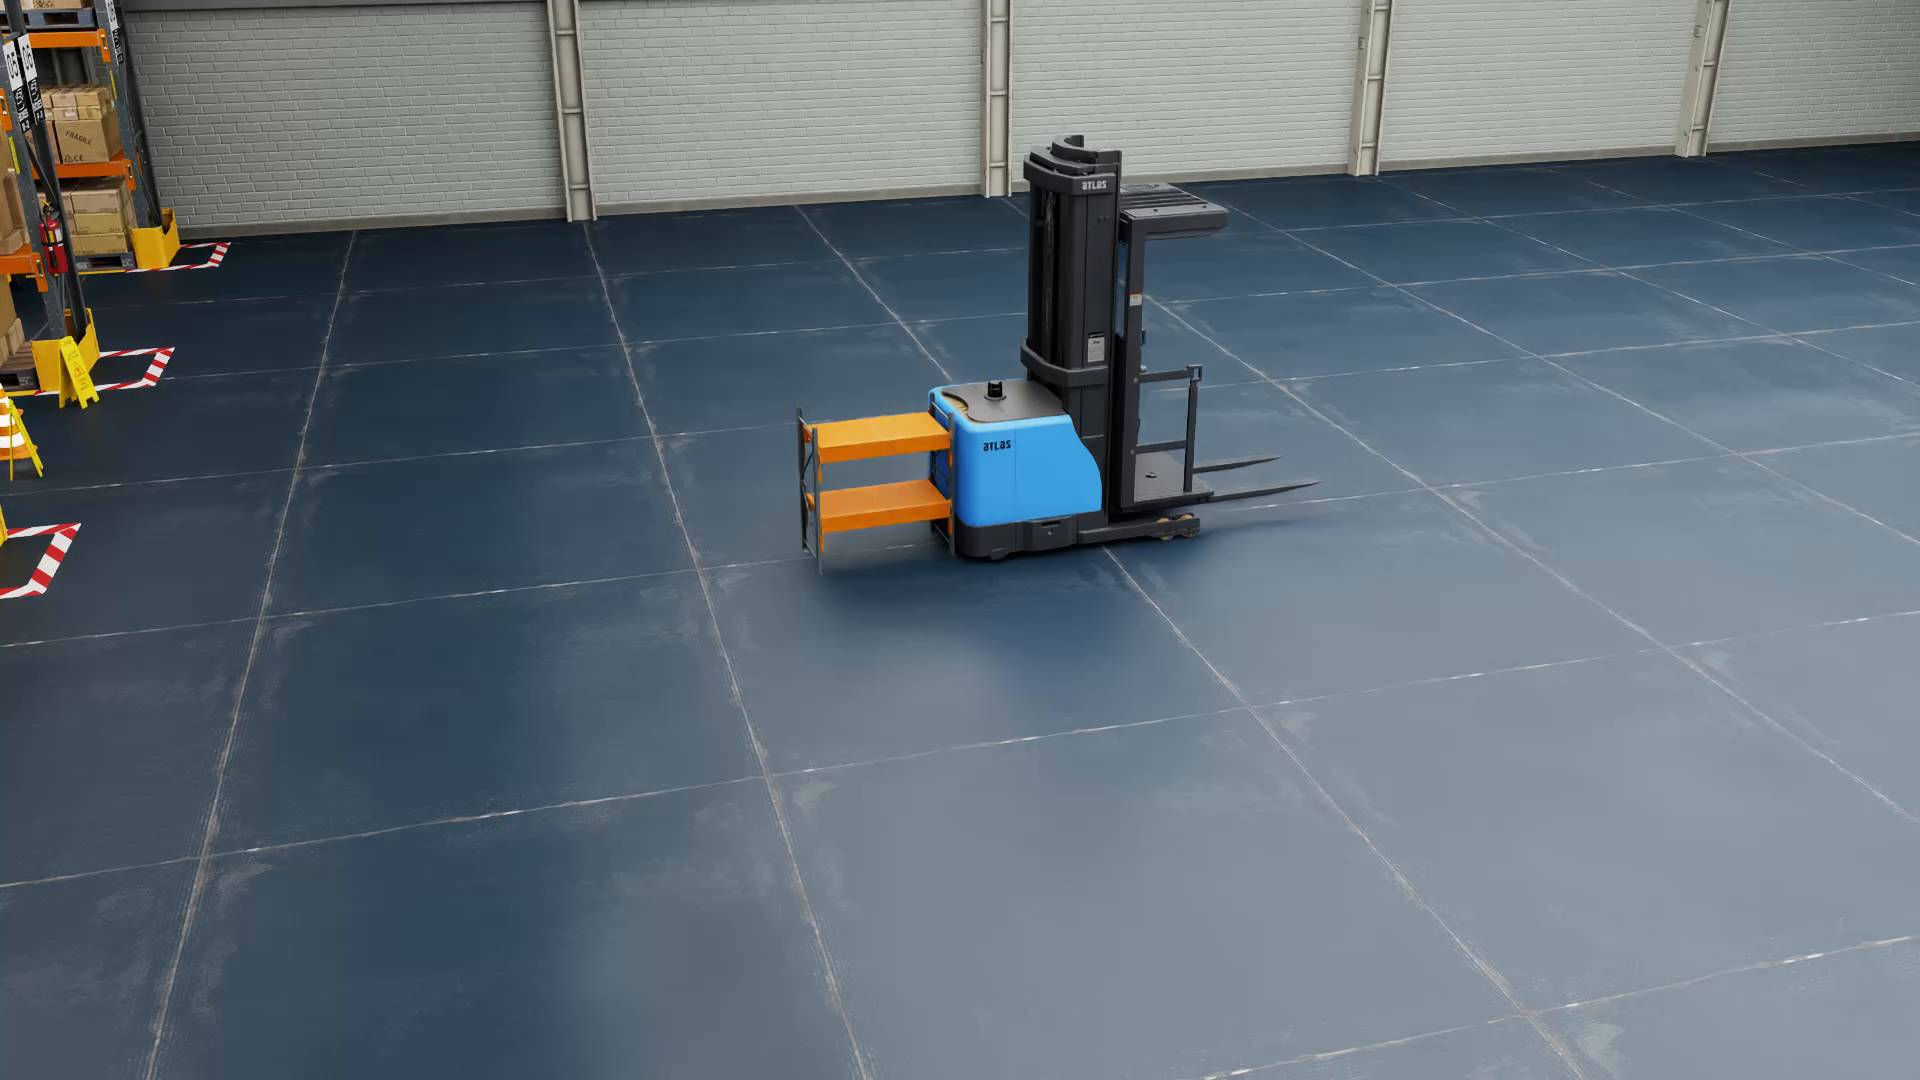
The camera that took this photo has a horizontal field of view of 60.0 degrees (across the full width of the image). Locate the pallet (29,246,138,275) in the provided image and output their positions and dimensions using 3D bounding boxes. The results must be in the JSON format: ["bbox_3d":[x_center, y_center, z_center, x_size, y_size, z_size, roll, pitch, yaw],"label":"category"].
[{"bbox_3d":[-10.838,-3.553,20.692,1.213,0.211,1.003,-6,24,-14],"label":"pallet"}]

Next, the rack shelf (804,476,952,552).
[{"bbox_3d":[-0.614,-0.200,12.340,1.000,0.278,0.538,-8,24,-17],"label":"rack shelf"}]

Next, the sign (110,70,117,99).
[{"bbox_3d":[-9.980,-5.365,19.610,0.005,0.325,0.100,-6,24,-14],"label":"sign"}]

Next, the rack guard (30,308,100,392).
[{"bbox_3d":[-8.842,-1.890,16.452,0.348,0.500,1.175,-6,24,-14],"label":"rack guard"}]

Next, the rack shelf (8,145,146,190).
[{"bbox_3d":[-12.039,-4.388,20.014,4.000,0.370,1.077,-6,24,-14],"label":"rack shelf"}]

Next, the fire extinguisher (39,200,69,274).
[{"bbox_3d":[-8.534,-2.849,15.614,0.183,0.674,0.296,-6,24,-14],"label":"fire extinguisher"}]

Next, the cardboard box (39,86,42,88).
[{"bbox_3d":[-11.248,-5.388,20.107,0.250,0.149,0.380,-6,24,-14],"label":"cardboard box"}]

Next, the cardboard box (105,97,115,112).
[{"bbox_3d":[-10.510,-5.338,20.367,0.250,0.149,0.380,-7,24,-16],"label":"cardboard box"}]

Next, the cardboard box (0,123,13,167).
[{"bbox_3d":[-11.511,-4.719,19.747,0.500,0.500,0.500,-7,24,-15],"label":"cardboard box"}]

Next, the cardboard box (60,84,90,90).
[{"bbox_3d":[-10.767,-5.453,20.258,0.250,0.149,0.380,-5,24,-13],"label":"cardboard box"}]

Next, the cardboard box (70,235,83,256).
[{"bbox_3d":[-10.962,-3.641,20.317,0.500,0.250,0.500,-6,24,-14],"label":"cardboard box"}]

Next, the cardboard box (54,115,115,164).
[{"bbox_3d":[-10.516,-4.825,19.995,0.500,0.500,0.500,-7,24,-16],"label":"cardboard box"}]

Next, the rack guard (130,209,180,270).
[{"bbox_3d":[-10.090,-3.785,20.868,0.348,0.500,1.175,-6,24,-14],"label":"rack guard"}]

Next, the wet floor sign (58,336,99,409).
[{"bbox_3d":[-8.297,-1.579,15.543,0.232,0.644,0.267,2,23,4],"label":"wet floor sign"}]

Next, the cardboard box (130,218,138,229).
[{"bbox_3d":[-10.639,-3.883,20.879,0.500,0.250,0.500,-6,24,-14],"label":"cardboard box"}]

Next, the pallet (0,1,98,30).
[{"bbox_3d":[-10.801,-6.204,19.642,1.213,0.211,1.003,-6,24,-14],"label":"pallet"}]

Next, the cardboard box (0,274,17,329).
[{"bbox_3d":[-9.643,-2.338,16.327,0.500,0.500,0.500,-7,24,-16],"label":"cardboard box"}]

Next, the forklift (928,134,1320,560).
[{"bbox_3d":[1.315,-1.533,12.536,3.031,2.935,1.130,-8,24,-17],"label":"forklift"}]

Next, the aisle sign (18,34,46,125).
[{"bbox_3d":[-8.793,-4.366,15.755,0.004,0.787,0.394,-6,24,-14],"label":"aisle sign"}]

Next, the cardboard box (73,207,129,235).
[{"bbox_3d":[-10.497,-3.920,20.332,0.500,0.250,0.500,-7,24,-15],"label":"cardboard box"}]

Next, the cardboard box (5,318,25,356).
[{"bbox_3d":[-9.620,-1.996,16.482,0.500,0.250,0.500,-7,24,-15],"label":"cardboard box"}]

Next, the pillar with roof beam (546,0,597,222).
[{"bbox_3d":[-4.087,-6.961,17.491,0.400,9.000,9.100,-6,24,-14],"label":"pillar with roof beam"}]

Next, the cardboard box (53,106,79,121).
[{"bbox_3d":[-10.609,-5.094,19.798,0.250,0.149,0.380,-6,24,-14],"label":"cardboard box"}]

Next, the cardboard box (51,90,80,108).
[{"bbox_3d":[-10.630,-5.256,19.799,0.250,0.149,0.380,-6,24,-14],"label":"cardboard box"}]

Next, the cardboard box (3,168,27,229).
[{"bbox_3d":[-9.300,-3.285,16.027,0.500,0.500,0.500,-7,24,-15],"label":"cardboard box"}]

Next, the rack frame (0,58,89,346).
[{"bbox_3d":[-8.769,-3.047,15.978,0.127,3.000,1.000,-6,24,-14],"label":"rack frame"}]

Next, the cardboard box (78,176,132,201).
[{"bbox_3d":[-10.627,-4.341,20.679,0.500,0.250,0.500,-7,24,-15],"label":"cardboard box"}]

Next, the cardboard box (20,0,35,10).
[{"bbox_3d":[-10.829,-6.230,19.250,0.250,0.149,0.380,-7,24,-16],"label":"cardboard box"}]

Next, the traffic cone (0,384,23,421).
[{"bbox_3d":[-8.834,-1.346,15.230,0.334,0.463,0.336,-6,24,-14],"label":"traffic cone"}]

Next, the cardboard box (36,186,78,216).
[{"bbox_3d":[-10.962,-4.096,20.109,0.500,0.250,0.500,-6,24,-13],"label":"cardboard box"}]

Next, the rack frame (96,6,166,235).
[{"bbox_3d":[-10.113,-4.931,20.369,0.127,3.000,1.000,-6,24,-14],"label":"rack frame"}]

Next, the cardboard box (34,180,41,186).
[{"bbox_3d":[-11.592,-4.237,20.437,0.500,0.250,0.500,-6,24,-15],"label":"cardboard box"}]

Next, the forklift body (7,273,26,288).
[{"bbox_3d":[-11.446,-3.647,18.451,1.214,2.155,2.313,-6,24,-14],"label":"forklift body"}]

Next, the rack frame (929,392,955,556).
[{"bbox_3d":[-0.133,-0.490,12.395,0.032,1.125,0.500,-8,24,-17],"label":"rack frame"}]

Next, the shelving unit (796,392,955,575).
[{"bbox_3d":[-0.614,-0.425,12.244,1.048,1.125,0.538,-8,24,-17],"label":"shelving unit"}]

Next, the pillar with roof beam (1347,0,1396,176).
[{"bbox_3d":[7.467,-8.239,20.470,0.400,9.000,9.100,-6,24,-14],"label":"pillar with roof beam"}]

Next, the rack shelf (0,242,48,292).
[{"bbox_3d":[-10.694,-2.504,15.623,4.000,0.370,1.077,-6,24,-14],"label":"rack shelf"}]

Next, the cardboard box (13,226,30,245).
[{"bbox_3d":[-9.152,-2.974,16.126,0.250,0.149,0.380,-6,24,-14],"label":"cardboard box"}]
